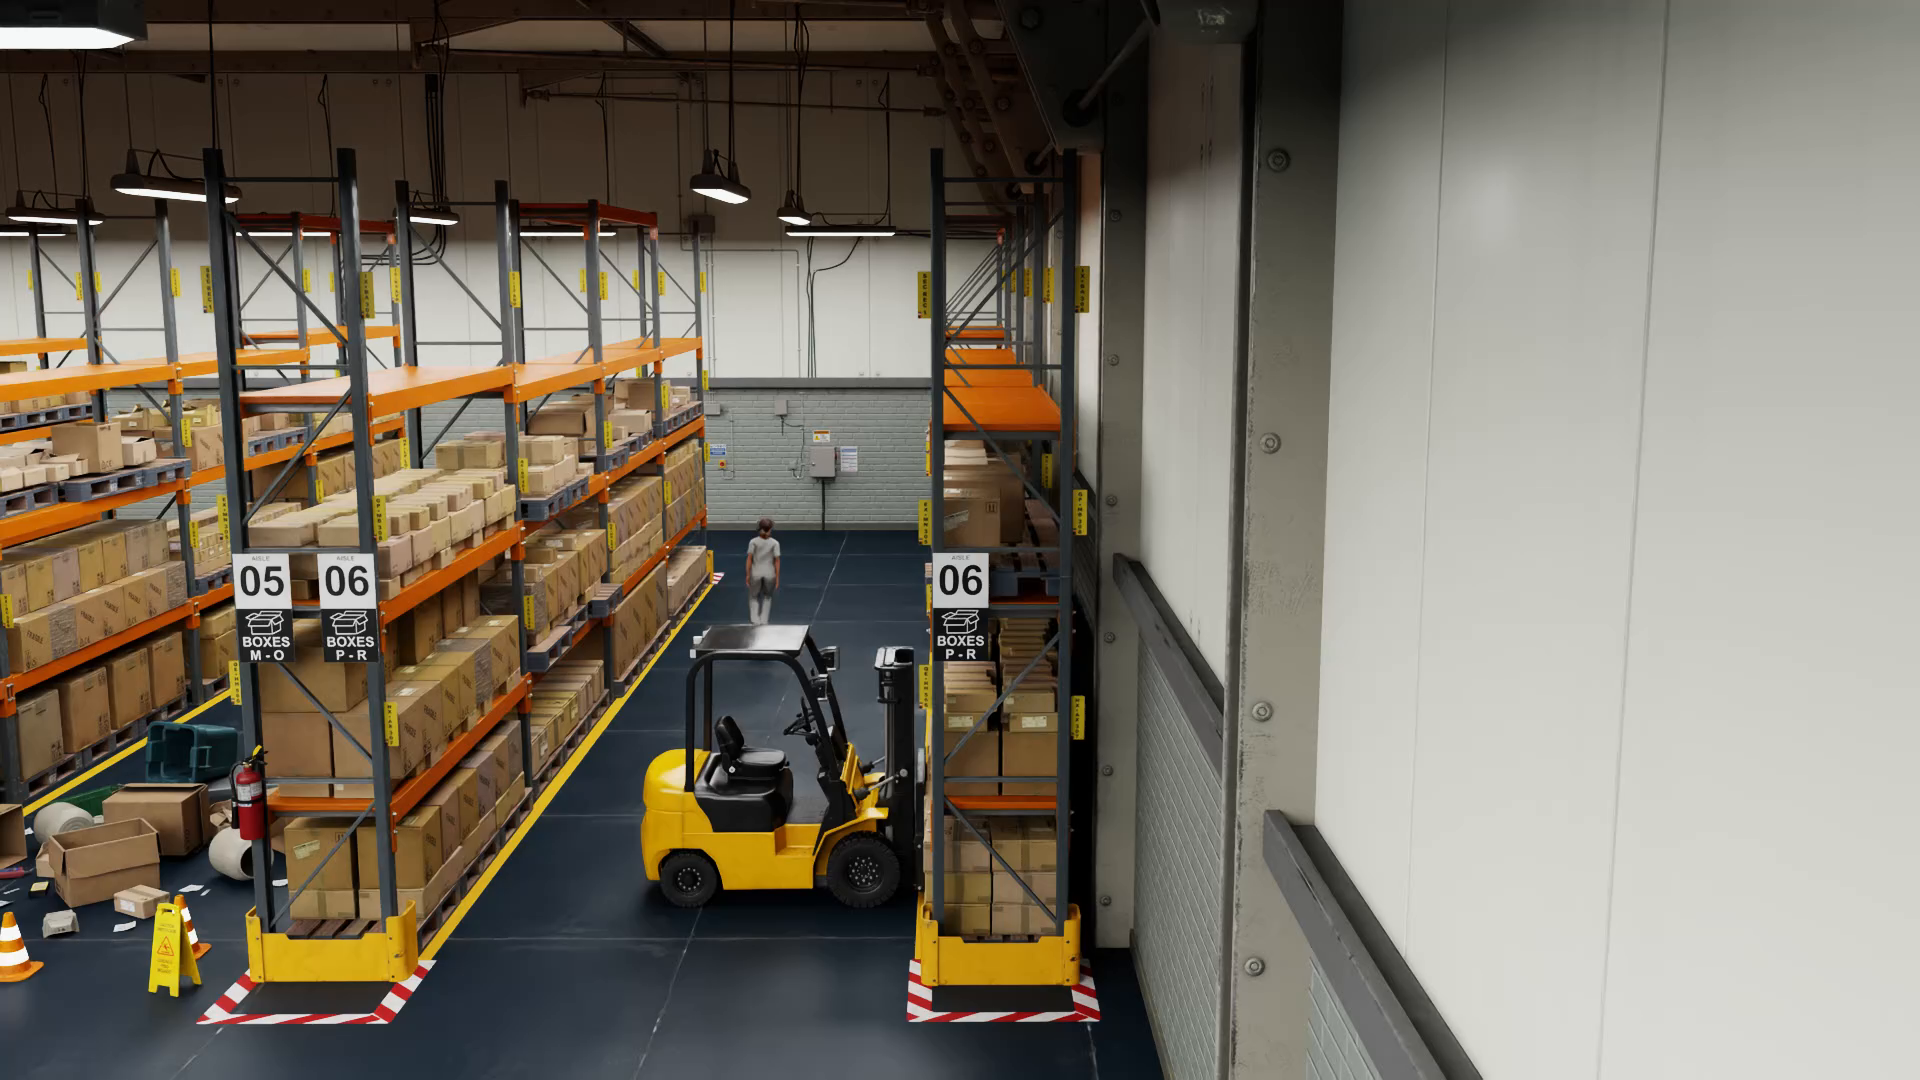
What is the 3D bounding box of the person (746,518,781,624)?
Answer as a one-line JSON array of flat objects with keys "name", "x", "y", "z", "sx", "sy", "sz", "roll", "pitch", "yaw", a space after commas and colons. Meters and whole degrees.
[{"name": "person", "x": -2.704, "y": 0.645, "z": 22.904, "sx": 0.481, "sy": 1.411, "sz": 0.522, "roll": 0, "pitch": 9, "yaw": -1}]
